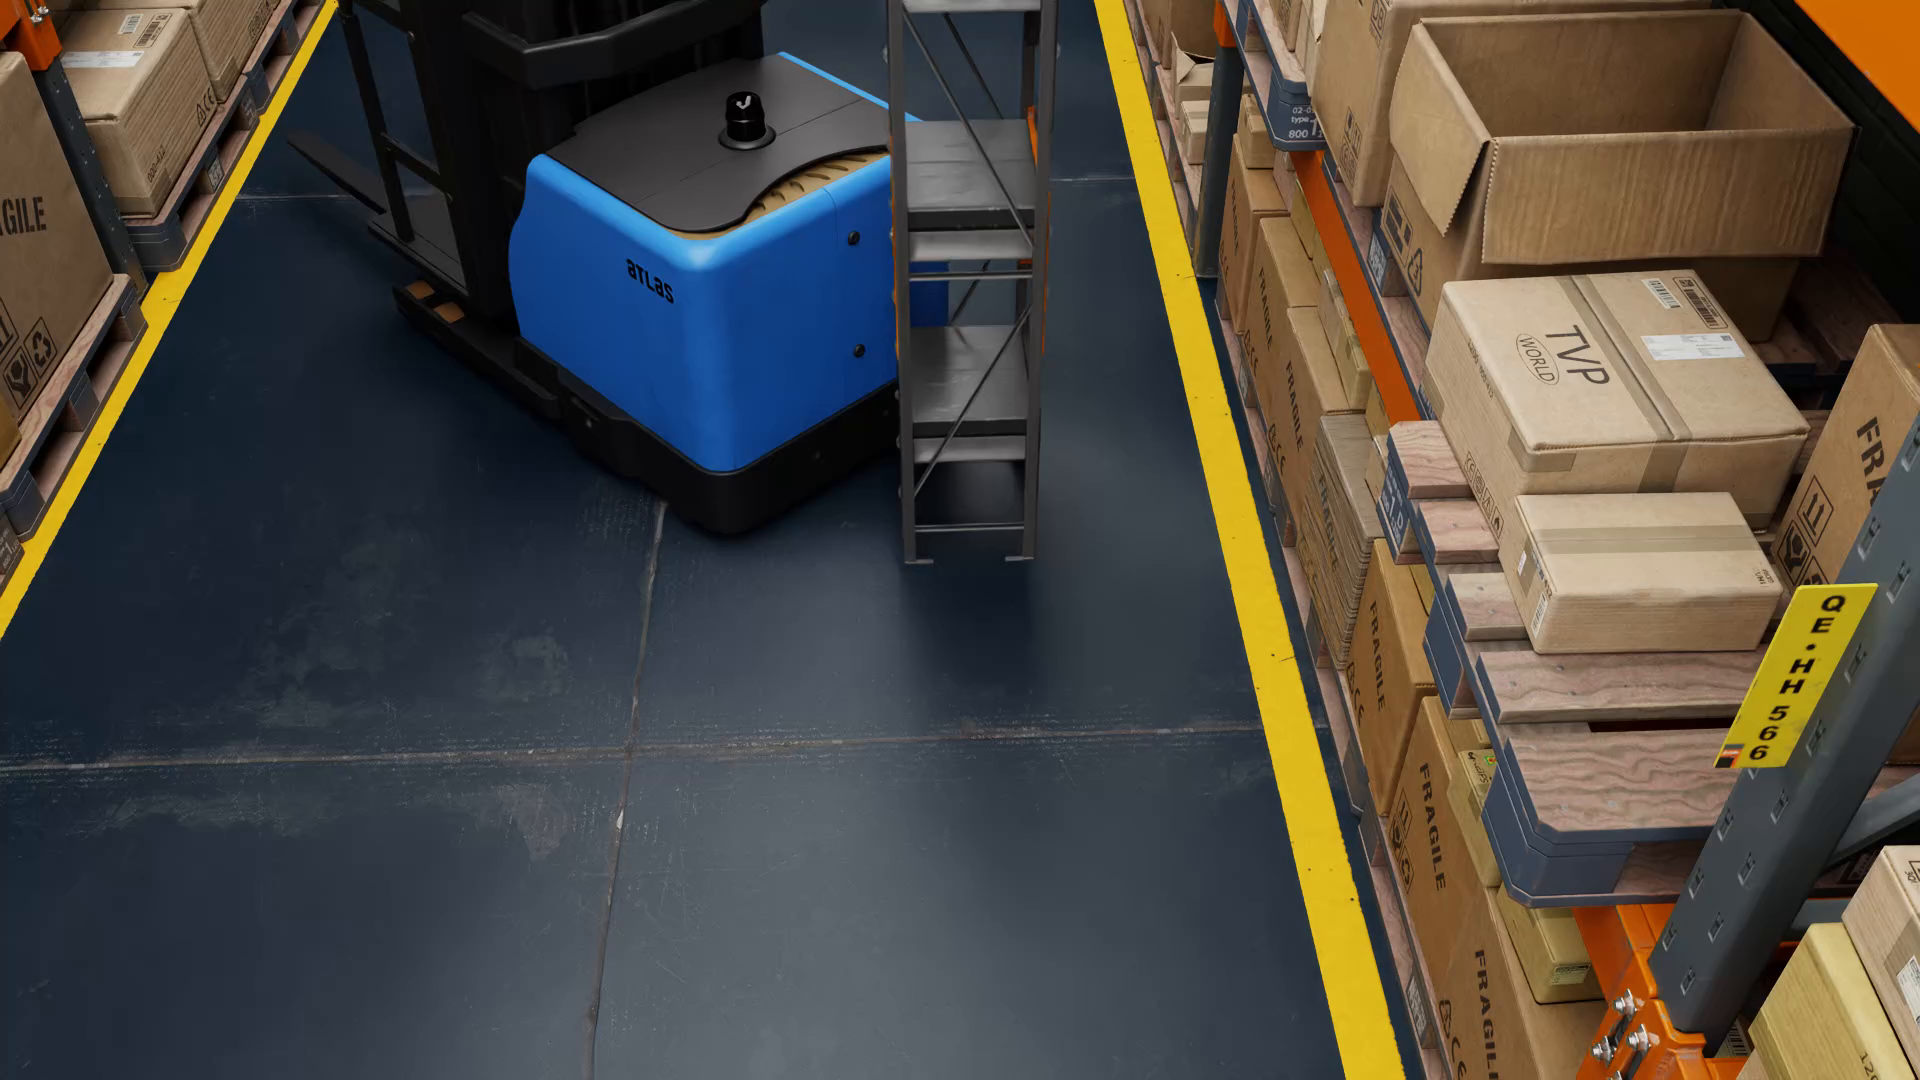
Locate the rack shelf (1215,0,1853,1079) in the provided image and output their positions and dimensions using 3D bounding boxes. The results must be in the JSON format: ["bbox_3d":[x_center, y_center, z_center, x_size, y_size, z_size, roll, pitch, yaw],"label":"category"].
[{"bbox_3d":[1.481,-0.536,4.147,1.077,0.370,4.000,-2,43,-2],"label":"rack shelf"}]

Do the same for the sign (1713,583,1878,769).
[{"bbox_3d":[1.024,0.173,2.043,0.100,0.325,0.005,-2,43,-2],"label":"sign"}]

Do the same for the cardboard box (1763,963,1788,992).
[{"bbox_3d":[1.828,1.023,3.453,0.500,0.500,0.500,0,43,0],"label":"cardboard box"}]

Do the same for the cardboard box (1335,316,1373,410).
[{"bbox_3d":[1.264,-0.495,4.629,0.380,0.149,0.250,0,43,0],"label":"cardboard box"}]

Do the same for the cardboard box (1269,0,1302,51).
[{"bbox_3d":[1.215,-1.661,4.457,0.700,0.500,0.500,-1,43,-1],"label":"cardboard box"}]

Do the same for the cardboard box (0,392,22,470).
[{"bbox_3d":[-3.410,-0.352,4.676,0.875,0.875,0.875,-1,43,-1],"label":"cardboard box"}]

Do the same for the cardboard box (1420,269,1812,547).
[{"bbox_3d":[1.198,-0.254,3.107,0.500,0.250,0.500,-3,43,-4],"label":"cardboard box"}]

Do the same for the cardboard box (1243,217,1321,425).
[{"bbox_3d":[1.224,-0.693,5.325,0.500,0.500,0.500,-2,43,-2],"label":"cardboard box"}]

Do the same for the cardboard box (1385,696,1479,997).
[{"bbox_3d":[1.323,0.698,3.808,0.500,0.500,0.500,-2,43,-2],"label":"cardboard box"}]

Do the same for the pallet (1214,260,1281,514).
[{"bbox_3d":[1.469,-0.576,5.722,1.003,0.211,1.213,-2,43,-2],"label":"pallet"}]

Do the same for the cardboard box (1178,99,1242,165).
[{"bbox_3d":[1.079,-1.623,6.600,0.380,0.149,0.250,-3,43,-3],"label":"cardboard box"}]

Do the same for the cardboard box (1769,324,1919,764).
[{"bbox_3d":[1.700,0.005,2.640,0.500,0.500,0.500,0,43,0],"label":"cardboard box"}]

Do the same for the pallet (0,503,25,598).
[{"bbox_3d":[-3.400,0.366,4.695,1.003,0.211,1.213,-2,43,-2],"label":"pallet"}]

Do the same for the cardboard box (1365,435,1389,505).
[{"bbox_3d":[1.264,-0.146,4.248,0.380,0.149,0.250,-4,43,-4],"label":"cardboard box"}]

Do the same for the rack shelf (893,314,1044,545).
[{"bbox_3d":[0.017,-0.344,5.128,0.431,0.518,0.480,-2,43,-2],"label":"rack shelf"}]

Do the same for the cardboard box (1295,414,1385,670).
[{"bbox_3d":[1.257,-0.005,4.575,0.500,0.500,0.500,-3,43,-3],"label":"cardboard box"}]

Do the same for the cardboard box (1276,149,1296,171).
[{"bbox_3d":[1.205,-1.310,5.298,0.380,0.149,0.250,-4,43,-4],"label":"cardboard box"}]

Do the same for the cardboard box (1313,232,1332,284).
[{"bbox_3d":[1.282,-0.832,4.997,0.380,0.149,0.250,-2,43,-3],"label":"cardboard box"}]

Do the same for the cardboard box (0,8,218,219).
[{"bbox_3d":[-3.482,-1.644,6.409,0.875,0.438,0.875,-2,43,-2],"label":"cardboard box"}]

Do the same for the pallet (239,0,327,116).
[{"bbox_3d":[-3.572,-2.320,7.625,1.003,0.211,1.213,-2,43,-2],"label":"pallet"}]

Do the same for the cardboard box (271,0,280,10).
[{"bbox_3d":[-3.557,-2.857,7.732,0.875,0.438,0.875,-1,43,-1],"label":"cardboard box"}]

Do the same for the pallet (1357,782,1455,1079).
[{"bbox_3d":[1.572,1.072,3.925,1.003,0.211,1.213,-2,43,-2],"label":"pallet"}]

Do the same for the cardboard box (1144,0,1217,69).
[{"bbox_3d":[1.199,-2.391,7.177,0.700,0.500,0.500,-3,43,-3],"label":"cardboard box"}]

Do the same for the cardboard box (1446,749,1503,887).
[{"bbox_3d":[1.250,0.567,3.471,0.380,0.149,0.250,-4,43,-4],"label":"cardboard box"}]

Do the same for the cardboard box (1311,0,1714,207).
[{"bbox_3d":[1.249,-1.131,3.879,0.700,0.500,0.500,-2,43,-2],"label":"cardboard box"}]

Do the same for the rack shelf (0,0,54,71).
[{"bbox_3d":[-3.478,-0.391,3.989,1.077,0.370,4.000,-2,43,-2],"label":"rack shelf"}]

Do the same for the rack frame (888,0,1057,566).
[{"bbox_3d":[0.029,-0.706,4.466,0.400,2.100,0.015,-2,43,-2],"label":"rack frame"}]

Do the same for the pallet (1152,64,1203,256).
[{"bbox_3d":[1.368,-1.587,6.826,1.003,0.211,1.213,-2,43,-2],"label":"pallet"}]

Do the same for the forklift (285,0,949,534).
[{"bbox_3d":[-1.419,-1.990,5.252,3.031,2.935,1.130,34,52,31],"label":"forklift"}]

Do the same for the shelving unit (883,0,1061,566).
[{"bbox_3d":[0.018,-0.870,4.645,0.431,2.100,0.503,-2,43,-2],"label":"shelving unit"}]

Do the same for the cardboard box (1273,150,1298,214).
[{"bbox_3d":[1.235,-1.189,5.387,0.380,0.149,0.250,-3,43,-3],"label":"cardboard box"}]

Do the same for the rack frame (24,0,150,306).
[{"bbox_3d":[-3.563,-2.007,5.219,1.000,3.000,0.127,-2,43,-2],"label":"rack frame"}]

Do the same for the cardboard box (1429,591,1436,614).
[{"bbox_3d":[1.317,0.208,3.862,0.380,0.149,0.250,0,43,-1],"label":"cardboard box"}]

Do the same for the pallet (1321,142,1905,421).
[{"bbox_3d":[1.479,-0.693,3.928,1.003,0.211,1.213,-2,43,-2],"label":"pallet"}]

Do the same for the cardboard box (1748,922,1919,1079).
[{"bbox_3d":[1.316,0.727,1.978,0.500,0.250,0.500,-2,43,-2],"label":"cardboard box"}]
